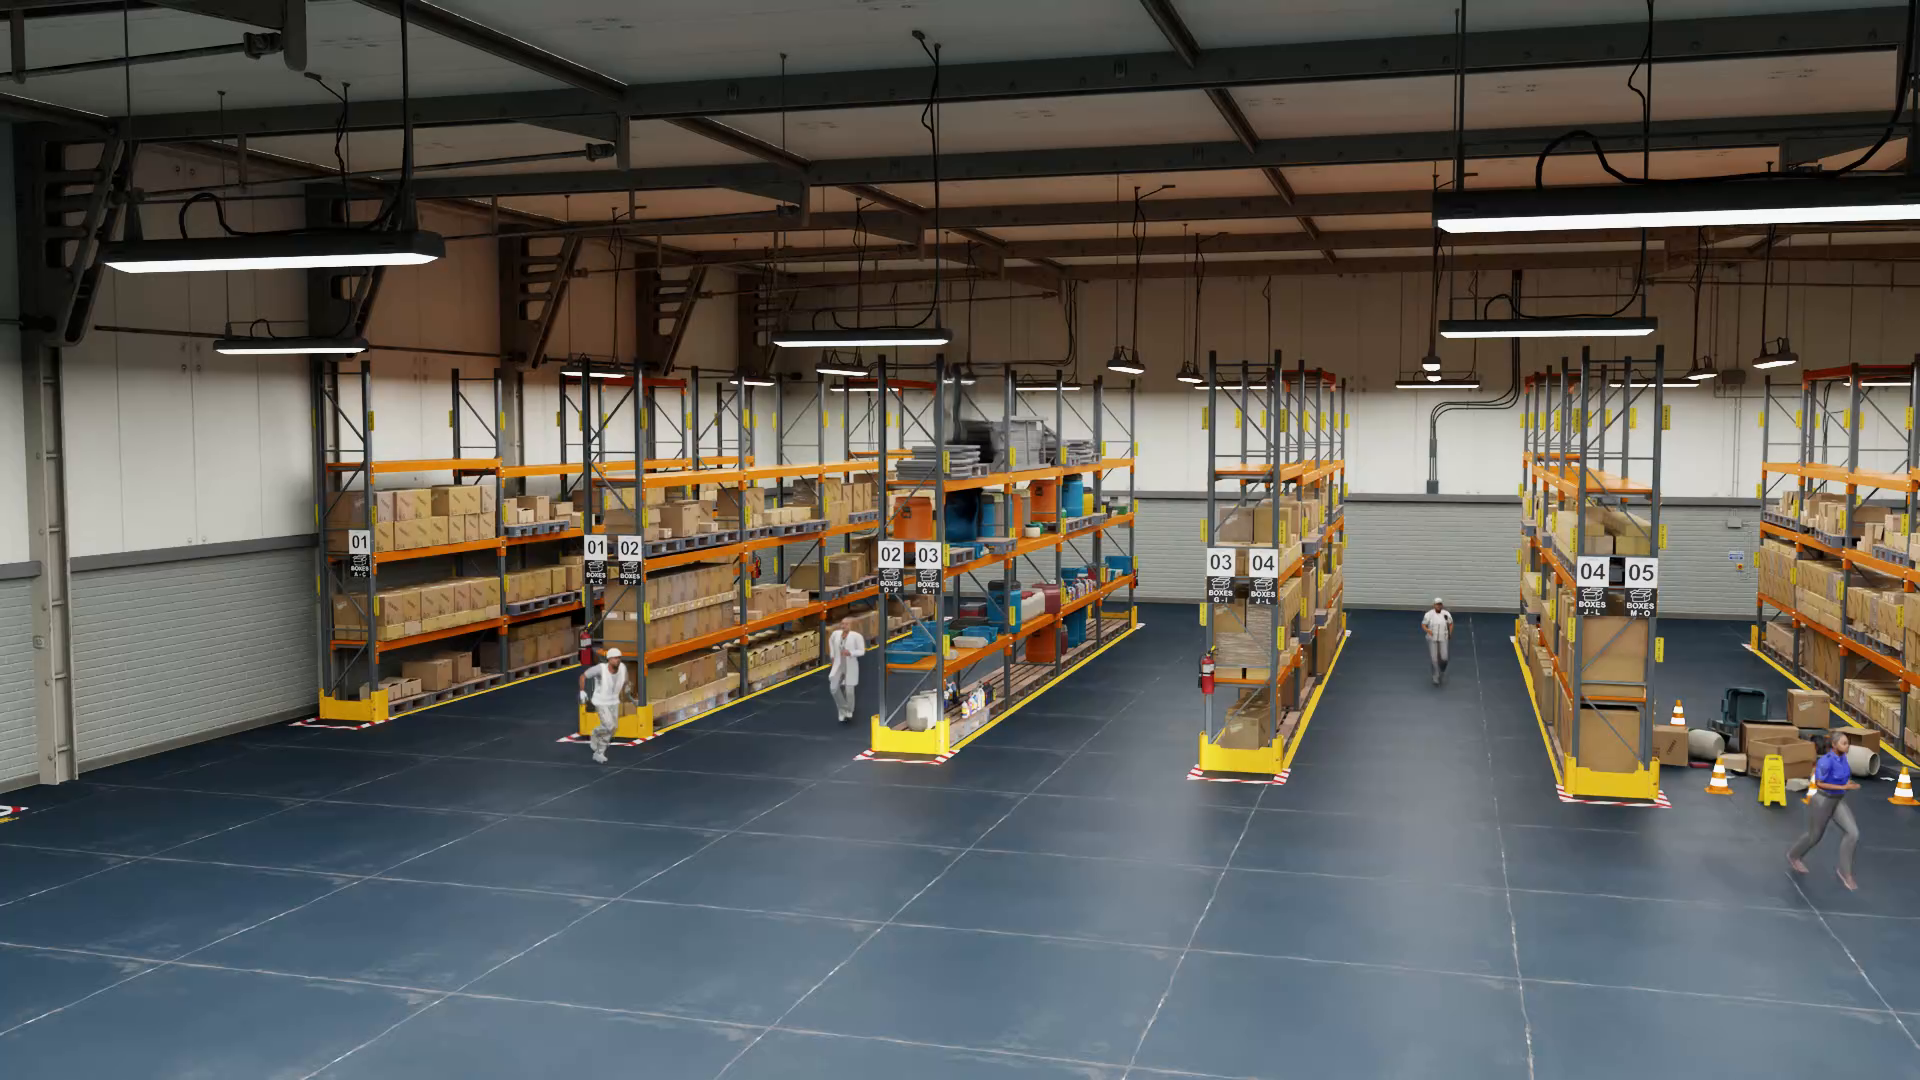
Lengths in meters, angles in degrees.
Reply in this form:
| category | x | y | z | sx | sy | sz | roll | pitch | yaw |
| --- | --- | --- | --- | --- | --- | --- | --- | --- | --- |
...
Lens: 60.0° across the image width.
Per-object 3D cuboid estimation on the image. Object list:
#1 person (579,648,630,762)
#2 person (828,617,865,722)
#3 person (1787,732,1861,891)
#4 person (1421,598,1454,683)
| category | x | y | z | sx | sy | sz | roll | pitch | yaw |
| --- | --- | --- | --- | --- | --- | --- | --- | --- | --- |
| person | -5.135 | 2.419 | 24.337 | 0.723 | 1.699 | 0.668 | 3 | 5 | 39 |
| person | -1.902 | 2.152 | 27.631 | 0.691 | 1.762 | 0.799 | 1 | 4 | 13 |
| person | 9.394 | 2.901 | 18.060 | 0.599 | 1.697 | 0.847 | -2 | 5 | -27 |
| person | 9.110 | 1.916 | 31.714 | 0.604 | 1.629 | 0.581 | 1 | 4 | 13 |
